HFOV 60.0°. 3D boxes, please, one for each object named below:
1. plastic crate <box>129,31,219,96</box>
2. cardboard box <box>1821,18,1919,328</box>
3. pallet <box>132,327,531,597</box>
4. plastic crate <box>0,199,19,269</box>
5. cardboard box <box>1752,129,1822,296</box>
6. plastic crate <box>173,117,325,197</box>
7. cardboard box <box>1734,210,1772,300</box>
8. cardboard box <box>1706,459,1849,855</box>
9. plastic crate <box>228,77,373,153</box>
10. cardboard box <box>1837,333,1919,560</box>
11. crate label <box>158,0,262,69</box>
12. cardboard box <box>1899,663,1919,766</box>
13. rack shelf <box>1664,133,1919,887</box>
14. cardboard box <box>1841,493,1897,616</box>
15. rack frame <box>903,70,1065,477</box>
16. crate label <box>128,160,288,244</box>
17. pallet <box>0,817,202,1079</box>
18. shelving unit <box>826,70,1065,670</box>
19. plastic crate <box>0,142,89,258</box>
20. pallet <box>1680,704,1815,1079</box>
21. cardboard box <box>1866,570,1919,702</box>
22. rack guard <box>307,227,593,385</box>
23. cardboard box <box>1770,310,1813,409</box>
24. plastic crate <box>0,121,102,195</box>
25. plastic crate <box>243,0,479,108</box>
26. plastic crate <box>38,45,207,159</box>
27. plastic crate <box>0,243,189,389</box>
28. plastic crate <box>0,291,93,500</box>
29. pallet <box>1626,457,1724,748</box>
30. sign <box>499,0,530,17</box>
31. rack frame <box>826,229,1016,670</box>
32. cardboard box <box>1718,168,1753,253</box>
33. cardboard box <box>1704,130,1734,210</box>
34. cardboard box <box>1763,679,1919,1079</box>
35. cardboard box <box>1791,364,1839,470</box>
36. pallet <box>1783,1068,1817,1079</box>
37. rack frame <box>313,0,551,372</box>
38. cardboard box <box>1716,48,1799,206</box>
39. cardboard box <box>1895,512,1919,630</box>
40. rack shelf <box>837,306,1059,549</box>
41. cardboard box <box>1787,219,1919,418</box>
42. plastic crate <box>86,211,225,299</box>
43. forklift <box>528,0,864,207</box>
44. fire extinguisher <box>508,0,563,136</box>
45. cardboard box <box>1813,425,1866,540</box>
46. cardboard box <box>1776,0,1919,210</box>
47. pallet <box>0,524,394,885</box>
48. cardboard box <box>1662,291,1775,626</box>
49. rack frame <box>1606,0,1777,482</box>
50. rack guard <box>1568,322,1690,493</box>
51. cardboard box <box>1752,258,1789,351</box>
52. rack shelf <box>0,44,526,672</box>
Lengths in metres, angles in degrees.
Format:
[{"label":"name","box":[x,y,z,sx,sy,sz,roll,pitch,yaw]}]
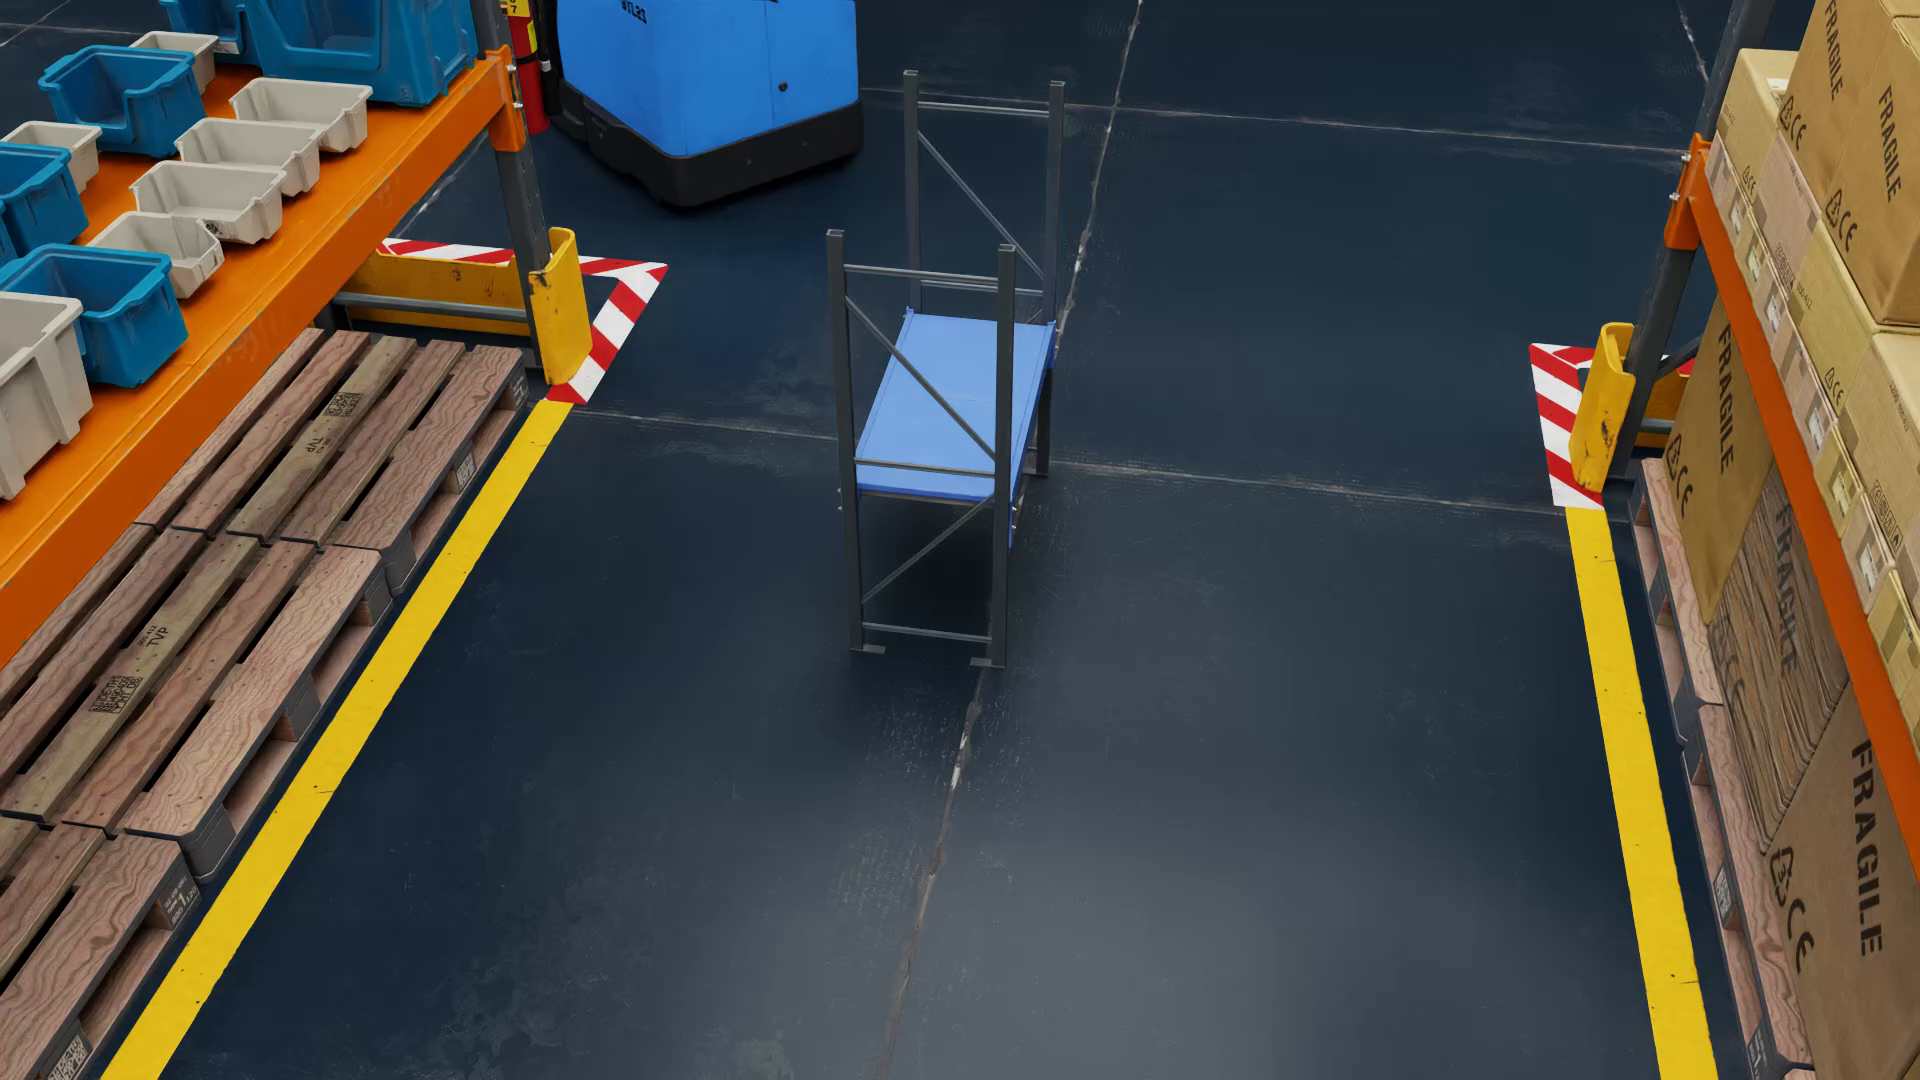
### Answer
[{"label":"plastic crate","box":[-2.569,-1.519,5.393,0.250,0.136,0.298,6,40,8]},{"label":"cardboard box","box":[2.294,-0.797,3.656,0.500,0.500,0.500,5,40,6]},{"label":"pallet","box":[-2.246,-0.321,5.972,1.003,0.211,1.213,6,40,8]},{"label":"plastic crate","box":[-2.711,-0.734,4.368,0.416,0.233,0.300,6,40,8]},{"label":"cardboard box","box":[2.381,-0.821,4.273,0.500,0.250,0.500,6,40,7]},{"label":"plastic crate","box":[-2.092,-1.118,4.908,0.396,0.136,0.243,6,40,8]},{"label":"cardboard box","box":[2.340,-0.757,4.509,0.380,0.149,0.250,6,40,7]},{"label":"cardboard box","box":[2.624,0.276,4.400,0.875,0.875,0.875,6,40,8]},{"label":"plastic crate","box":[-2.027,-1.298,5.126,0.396,0.136,0.243,6,40,8]},{"label":"cardboard box","box":[2.206,-0.178,3.495,0.500,0.250,0.500,6,40,7]},{"label":"crate label","box":[-2.432,-1.748,5.595,0.416,0.233,0.303,6,40,8]},{"label":"cardboard box","box":[2.029,0.371,3.144,0.380,0.149,0.250,7,40,9]},{"label":"rack shelf","box":[2.468,0.170,3.755,1.077,0.370,4.000,6,40,8]},{"label":"cardboard box","box":[2.119,0.051,3.531,0.380,0.149,0.250,7,40,8]},{"label":"rack frame","box":[0.073,-0.844,5.593,0.500,1.500,0.032,6,40,8]},{"label":"crate label","box":[-2.116,-0.941,4.693,0.396,0.136,0.243,6,40,8]},{"label":"pallet","box":[-2.668,1.211,4.120,1.003,0.211,1.213,6,40,8]},{"label":"shelving unit","box":[-0.015,-0.524,5.207,0.538,1.500,1.048,6,40,8]},{"label":"plastic crate","box":[-2.659,-0.922,4.596,0.416,0.233,0.300,6,40,8]},{"label":"pallet","box":[2.539,0.986,4.392,1.003,0.211,1.213,6,40,8]},{"label":"cardboard box","box":[2.074,0.211,3.338,0.380,0.149,0.250,6,40,7]},{"label":"rack guard","box":[-2.073,-0.962,6.521,1.175,0.500,0.348,6,40,8]},{"label":"cardboard box","box":[2.251,-0.434,4.118,0.380,0.149,0.250,6,40,7]},{"label":"plastic crate","box":[-2.686,-1.093,4.878,0.250,0.136,0.298,6,40,8]},{"label":"plastic crate","box":[-1.939,-1.715,5.395,0.616,0.435,0.499,6,40,8]},{"label":"plastic crate","box":[-2.546,-1.335,5.095,0.416,0.233,0.300,6,40,8]},{"label":"plastic crate","box":[-2.167,-0.550,4.145,0.416,0.233,0.300,6,40,8]},{"label":"plastic crate","box":[-2.311,-0.314,3.821,0.437,0.282,0.530,6,40,8]},{"label":"pallet","box":[2.752,0.223,5.315,1.003,0.211,1.213,6,40,8]},{"label":"sign","box":[-1.520,-1.921,5.591,0.100,0.325,0.005,6,40,8]},{"label":"rack frame","box":[-0.103,-0.205,4.821,0.500,1.500,0.032,6,40,8]},{"label":"cardboard box","box":[2.384,-0.918,4.703,0.380,0.149,0.250,6,40,7]},{"label":"cardboard box","box":[2.427,-1.079,4.898,0.380,0.149,0.250,7,40,8]},{"label":"cardboard box","box":[2.470,0.835,3.724,0.875,0.875,0.875,6,40,8]},{"label":"cardboard box","box":[2.207,-0.272,3.922,0.380,0.149,0.250,6,40,7]},{"label":"pallet","box":[2.330,1.754,3.463,1.003,0.211,1.213,6,40,8]},{"label":"rack frame","box":[-2.065,-1.909,5.704,1.000,3.000,0.127,6,40,8]},{"label":"cardboard box","box":[2.465,-1.148,4.668,0.500,0.250,0.500,5,40,6]},{"label":"cardboard box","box":[2.115,0.140,3.111,0.500,0.250,0.500,7,40,9]},{"label":"rack shelf","box":[-0.015,-0.386,5.322,0.538,0.185,1.000,6,40,8]},{"label":"cardboard box","box":[2.291,-0.506,3.892,0.500,0.250,0.500,5,40,6]},{"label":"plastic crate","box":[-2.149,-0.753,4.466,0.298,0.136,0.250,6,40,8]},{"label":"forklift","box":[-1.751,-3.506,7.690,1.130,2.935,3.031,-26,46,-28]},{"label":"fire extinguisher","box":[-1.591,-1.780,5.902,0.296,0.674,0.183,6,40,8]},{"label":"cardboard box","box":[2.162,-0.114,3.731,0.380,0.149,0.250,5,40,7]},{"label":"cardboard box","box":[2.378,-1.123,4.050,0.500,0.500,0.500,5,40,7]},{"label":"pallet","box":[-2.459,0.443,5.049,1.003,0.211,1.213,6,40,8]},{"label":"cardboard box","box":[2.782,-0.295,5.091,0.875,0.875,0.875,6,40,8]},{"label":"rack frame","box":[2.814,-1.362,5.044,1.000,3.000,0.127,6,40,8]},{"label":"rack guard","box":[2.818,-0.414,5.859,1.175,0.500,0.348,6,40,8]},{"label":"cardboard box","box":[2.296,-0.593,4.311,0.380,0.149,0.250,6,40,7]},{"label":"rack shelf","box":[-2.411,-0.376,4.415,1.077,0.370,4.000,6,40,8]}]
